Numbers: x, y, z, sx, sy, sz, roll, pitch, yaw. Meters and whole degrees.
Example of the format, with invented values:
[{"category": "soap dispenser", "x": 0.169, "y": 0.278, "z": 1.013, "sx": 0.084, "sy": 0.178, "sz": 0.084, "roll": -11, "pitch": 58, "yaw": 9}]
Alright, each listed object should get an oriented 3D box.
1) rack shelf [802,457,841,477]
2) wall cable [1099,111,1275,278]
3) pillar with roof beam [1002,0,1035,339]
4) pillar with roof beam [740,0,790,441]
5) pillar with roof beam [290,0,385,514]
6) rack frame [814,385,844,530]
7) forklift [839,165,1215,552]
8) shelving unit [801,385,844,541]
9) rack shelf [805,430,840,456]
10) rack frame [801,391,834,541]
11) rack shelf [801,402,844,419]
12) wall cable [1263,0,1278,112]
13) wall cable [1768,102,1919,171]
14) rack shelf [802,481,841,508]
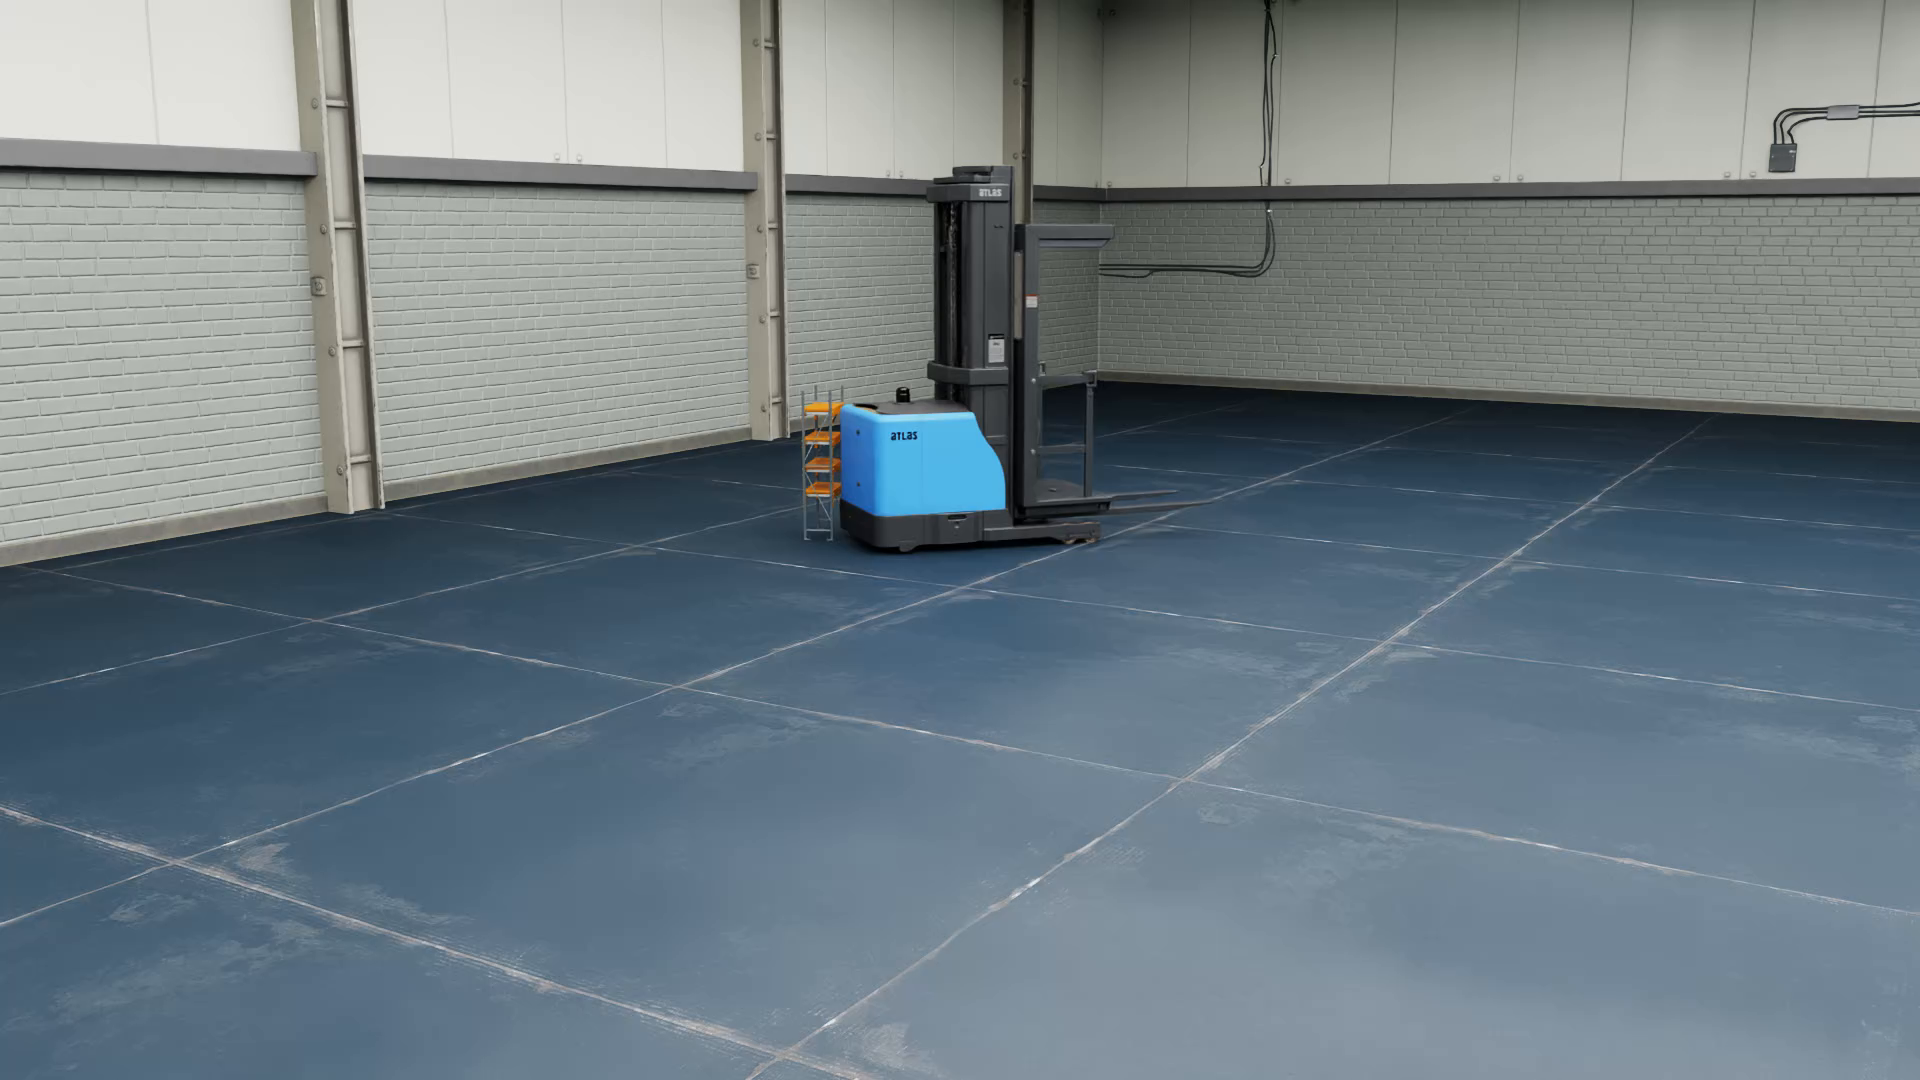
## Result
[{"category": "rack shelf", "x": -1.104, "y": -0.567, "z": 13.501, "sx": 0.258, "sy": 0.148, "sz": 0.480, "roll": 1, "pitch": 11, "yaw": 7}, {"category": "wall cable", "x": 3.505, "y": -5.394, "z": 26.164, "sx": 3.097, "sy": 2.526, "sz": 0.112, "roll": 6, "pitch": 12, "yaw": 31}, {"category": "pillar with roof beam", "x": 4.525, "y": -6.172, "z": 21.881, "sx": 9.100, "sy": 9.000, "sz": 0.400, "roll": 6, "pitch": 12, "yaw": 31}, {"category": "pillar with roof beam", "x": 1.410, "y": -5.228, "z": 16.840, "sx": 9.100, "sy": 9.000, "sz": 0.400, "roll": 6, "pitch": 12, "yaw": 31}, {"category": "pillar with roof beam", "x": -1.705, "y": -4.285, "z": 11.800, "sx": 9.100, "sy": 9.000, "sz": 0.400, "roll": 6, "pitch": 12, "yaw": 31}, {"category": "rack frame", "x": -1.074, "y": -0.678, "z": 13.727, "sx": 0.240, "sy": 1.200, "sz": 0.015, "roll": 1, "pitch": 11, "yaw": 7}, {"category": "forklift", "x": 0.593, "y": -1.497, "z": 13.398, "sx": 3.031, "sy": 2.935, "sz": 1.130, "roll": -4, "pitch": 11, "yaw": -21}, {"category": "shelving unit", "x": -1.104, "y": -0.633, "z": 13.489, "sx": 0.258, "sy": 1.200, "sz": 0.503, "roll": 1, "pitch": 11, "yaw": 7}, {"category": "rack shelf", "x": -1.104, "y": -0.787, "z": 13.460, "sx": 0.258, "sy": 0.148, "sz": 0.480, "roll": 1, "pitch": 11, "yaw": 7}, {"category": "rack frame", "x": -1.135, "y": -0.588, "z": 13.251, "sx": 0.240, "sy": 1.200, "sz": 0.015, "roll": 1, "pitch": 11, "yaw": 7}, {"category": "rack shelf", "x": -1.104, "y": -1.019, "z": 13.417, "sx": 0.258, "sy": 0.148, "sz": 0.480, "roll": 1, "pitch": 11, "yaw": 7}, {"category": "wall cable", "x": 5.817, "y": -7.618, "z": 24.318, "sx": 3.097, "sy": 2.526, "sz": 0.112, "roll": 6, "pitch": 12, "yaw": 31}, {"category": "wall cable", "x": 11.611, "y": -7.682, "z": 20.707, "sx": 2.305, "sy": 6.003, "sz": 0.169, "roll": 6, "pitch": 12, "yaw": 31}, {"category": "rack shelf", "x": -1.104, "y": -0.372, "z": 13.538, "sx": 0.258, "sy": 0.148, "sz": 0.480, "roll": 1, "pitch": 11, "yaw": 7}]
